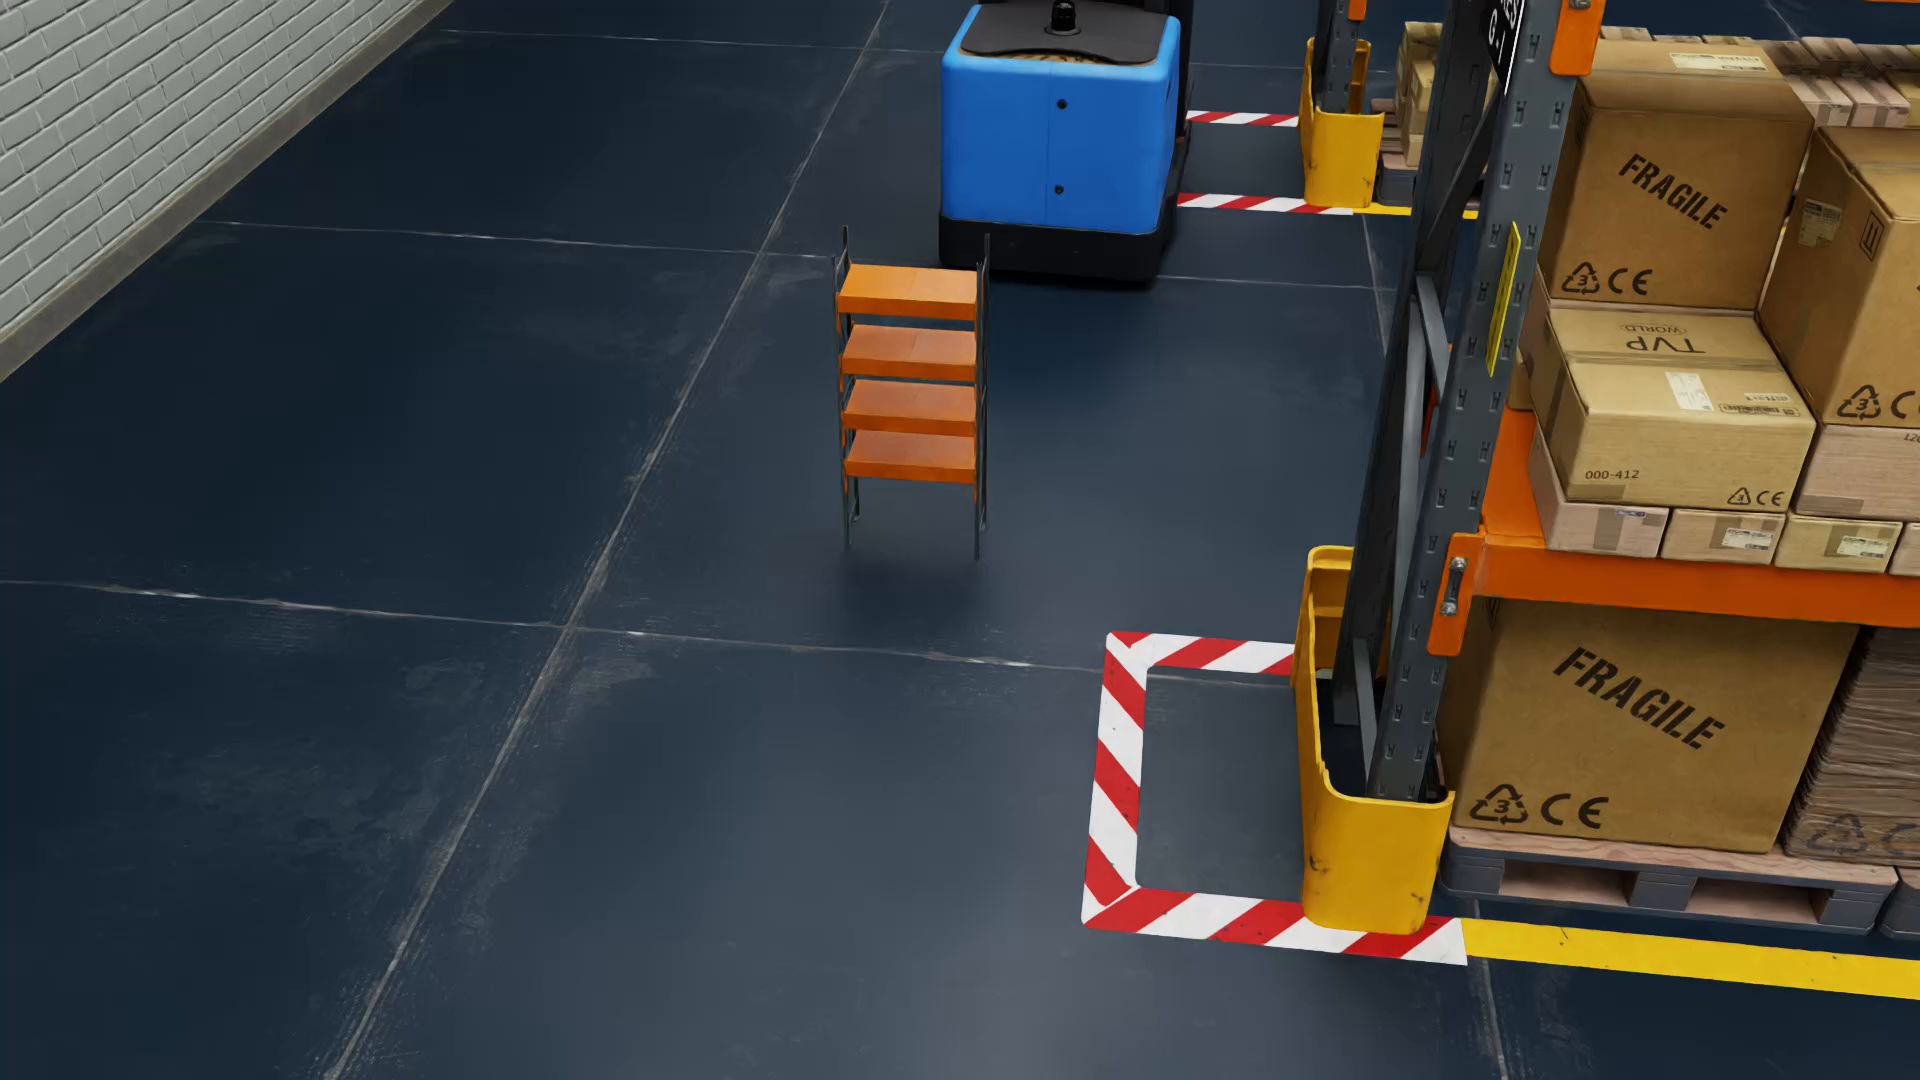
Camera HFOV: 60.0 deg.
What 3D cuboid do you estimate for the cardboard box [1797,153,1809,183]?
[{"bbox_3d":[4.233,-1.982,8.537,0.250,0.149,0.380,5,36,7],"label":"cardboard box"}]

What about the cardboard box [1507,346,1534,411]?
[{"bbox_3d":[1.637,-0.511,4.600,0.250,0.149,0.380,5,36,7],"label":"cardboard box"}]

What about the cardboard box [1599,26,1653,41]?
[{"bbox_3d":[3.569,-2.618,8.917,0.250,0.149,0.380,6,36,8],"label":"cardboard box"}]

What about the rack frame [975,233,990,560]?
[{"bbox_3d":[0.078,-0.483,5.893,0.015,1.200,0.240,4,36,6],"label":"rack frame"}]

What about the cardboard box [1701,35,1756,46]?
[{"bbox_3d":[4.080,-2.532,8.796,0.250,0.149,0.380,4,36,6],"label":"cardboard box"}]

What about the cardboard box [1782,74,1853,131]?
[{"bbox_3d":[4.253,-2.187,8.313,0.250,0.149,0.380,3,36,4],"label":"cardboard box"}]

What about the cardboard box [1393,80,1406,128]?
[{"bbox_3d":[2.523,-2.392,9.112,0.250,0.149,0.380,5,36,7],"label":"cardboard box"}]

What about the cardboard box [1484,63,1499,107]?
[{"bbox_3d":[2.739,-2.367,8.565,0.250,0.149,0.380,5,36,7],"label":"cardboard box"}]

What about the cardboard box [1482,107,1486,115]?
[{"bbox_3d":[2.726,-2.192,8.576,0.250,0.149,0.380,4,36,6],"label":"cardboard box"}]

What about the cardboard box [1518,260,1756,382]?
[{"bbox_3d":[1.757,-0.627,4.419,0.500,0.250,0.500,4,36,5],"label":"cardboard box"}]

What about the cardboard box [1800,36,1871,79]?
[{"bbox_3d":[4.600,-2.518,8.777,0.250,0.149,0.380,5,36,7],"label":"cardboard box"}]

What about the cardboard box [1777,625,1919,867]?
[{"bbox_3d":[2.790,0.313,4.697,0.875,0.875,0.875,4,36,6],"label":"cardboard box"}]

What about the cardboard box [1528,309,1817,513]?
[{"bbox_3d":[1.684,-0.318,3.987,0.500,0.250,0.500,3,36,5],"label":"cardboard box"}]

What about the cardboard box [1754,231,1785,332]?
[{"bbox_3d":[2.260,-0.589,4.366,0.500,0.250,0.500,4,36,5],"label":"cardboard box"}]

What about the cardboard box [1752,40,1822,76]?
[{"bbox_3d":[4.319,-2.491,8.739,0.250,0.149,0.380,3,36,4],"label":"cardboard box"}]

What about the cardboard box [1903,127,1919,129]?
[{"bbox_3d":[4.815,-2.073,8.409,0.250,0.149,0.380,5,36,6],"label":"cardboard box"}]

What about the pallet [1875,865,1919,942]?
[{"bbox_3d":[3.252,0.791,4.960,1.213,0.211,1.003,4,36,6],"label":"pallet"}]

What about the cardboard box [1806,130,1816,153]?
[{"bbox_3d":[4.296,-2.112,8.464,0.250,0.149,0.380,3,36,4],"label":"cardboard box"}]

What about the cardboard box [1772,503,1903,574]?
[{"bbox_3d":[2.061,-0.094,4.016,0.250,0.149,0.380,3,36,5],"label":"cardboard box"}]

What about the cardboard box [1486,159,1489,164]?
[{"bbox_3d":[2.723,-2.115,8.724,0.250,0.149,0.380,4,36,6],"label":"cardboard box"}]

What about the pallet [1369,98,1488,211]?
[{"bbox_3d":[2.851,-2.079,8.981,1.213,0.211,1.003,4,36,6],"label":"pallet"}]

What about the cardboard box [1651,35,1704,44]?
[{"bbox_3d":[3.816,-2.535,8.800,0.250,0.149,0.380,3,36,4],"label":"cardboard box"}]

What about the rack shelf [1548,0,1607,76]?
[{"bbox_3d":[3.226,-1.230,3.428,4.000,0.370,1.077,4,36,6],"label":"rack shelf"}]

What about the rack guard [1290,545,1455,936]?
[{"bbox_3d":[1.218,0.566,5.026,0.348,0.500,1.175,4,36,6],"label":"rack guard"}]

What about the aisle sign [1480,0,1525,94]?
[{"bbox_3d":[1.133,-1.340,3.308,0.004,0.787,0.394,4,36,6],"label":"aisle sign"}]

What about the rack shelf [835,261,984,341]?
[{"bbox_3d":[-0.164,-0.820,5.690,0.480,0.148,0.258,4,36,6],"label":"rack shelf"}]

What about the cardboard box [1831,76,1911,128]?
[{"bbox_3d":[4.522,-2.174,8.295,0.250,0.149,0.380,3,36,4],"label":"cardboard box"}]

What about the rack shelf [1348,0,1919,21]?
[{"bbox_3d":[3.958,-2.859,8.293,4.000,0.370,1.077,4,36,6],"label":"rack shelf"}]

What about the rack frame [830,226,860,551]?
[{"bbox_3d":[-0.406,-0.519,5.944,0.015,1.200,0.240,4,36,6],"label":"rack frame"}]

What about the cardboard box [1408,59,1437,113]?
[{"bbox_3d":[2.451,-2.318,8.496,0.250,0.149,0.380,3,36,4],"label":"cardboard box"}]

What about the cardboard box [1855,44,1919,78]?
[{"bbox_3d":[4.842,-2.453,8.685,0.250,0.149,0.380,3,36,5],"label":"cardboard box"}]

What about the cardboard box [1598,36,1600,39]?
[{"bbox_3d":[3.295,-2.606,8.900,0.250,0.149,0.380,3,36,4],"label":"cardboard box"}]

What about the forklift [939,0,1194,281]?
[{"bbox_3d":[0.681,-3.265,8.301,1.130,2.935,3.031,6,36,9],"label":"forklift"}]

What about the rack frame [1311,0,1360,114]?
[{"bbox_3d":[1.974,-3.300,8.292,0.127,3.000,1.000,4,36,6],"label":"rack frame"}]

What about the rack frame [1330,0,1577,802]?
[{"bbox_3d":[1.242,-0.450,4.298,0.127,3.000,1.000,4,36,6],"label":"rack frame"}]

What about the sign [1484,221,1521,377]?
[{"bbox_3d":[1.166,-0.515,3.576,0.005,0.325,0.100,4,36,6],"label":"sign"}]

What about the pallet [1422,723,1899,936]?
[{"bbox_3d":[2.045,0.700,5.088,1.213,0.211,1.003,4,36,6],"label":"pallet"}]

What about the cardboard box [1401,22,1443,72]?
[{"bbox_3d":[2.532,-2.659,8.975,0.250,0.149,0.380,5,36,7],"label":"cardboard box"}]

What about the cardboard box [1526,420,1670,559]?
[{"bbox_3d":[1.552,-0.131,4.067,0.250,0.149,0.380,5,36,6],"label":"cardboard box"}]

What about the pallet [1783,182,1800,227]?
[{"bbox_3d":[4.058,-1.987,8.853,1.213,0.211,1.003,4,36,6],"label":"pallet"}]

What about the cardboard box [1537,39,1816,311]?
[{"bbox_3d":[1.759,-0.930,4.199,0.500,0.500,0.500,5,36,7],"label":"cardboard box"}]

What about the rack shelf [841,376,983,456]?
[{"bbox_3d":[-0.164,-0.446,5.958,0.480,0.148,0.258,4,36,6],"label":"rack shelf"}]

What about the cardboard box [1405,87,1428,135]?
[{"bbox_3d":[2.461,-2.245,8.650,0.250,0.149,0.380,6,36,8],"label":"cardboard box"}]

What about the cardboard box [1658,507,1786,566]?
[{"bbox_3d":[1.807,-0.113,4.042,0.250,0.149,0.380,4,36,5],"label":"cardboard box"}]

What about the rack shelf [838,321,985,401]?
[{"bbox_3d":[-0.164,-0.628,5.828,0.480,0.148,0.258,4,36,6],"label":"rack shelf"}]

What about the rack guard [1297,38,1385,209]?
[{"bbox_3d":[2.050,-2.277,9.010,0.348,0.500,1.175,4,36,6],"label":"rack guard"}]

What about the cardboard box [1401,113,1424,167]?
[{"bbox_3d":[2.453,-2.087,8.685,0.250,0.149,0.380,5,36,7],"label":"cardboard box"}]

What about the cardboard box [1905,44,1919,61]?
[{"bbox_3d":[5.104,-2.446,8.676,0.250,0.149,0.380,4,36,5],"label":"cardboard box"}]

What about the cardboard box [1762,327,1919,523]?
[{"bbox_3d":[2.200,-0.284,3.939,0.500,0.250,0.500,4,36,5],"label":"cardboard box"}]

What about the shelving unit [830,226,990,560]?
[{"bbox_3d":[-0.164,-0.501,5.919,0.503,1.200,0.258,4,36,6],"label":"shelving unit"}]

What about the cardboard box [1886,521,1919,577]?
[{"bbox_3d":[2.320,-0.075,3.990,0.250,0.149,0.380,4,36,5],"label":"cardboard box"}]

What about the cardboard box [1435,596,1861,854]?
[{"bbox_3d":[1.887,0.246,4.791,0.875,0.875,0.875,4,36,6],"label":"cardboard box"}]

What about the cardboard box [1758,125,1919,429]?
[{"bbox_3d":[2.180,-0.587,3.717,0.500,0.500,0.500,3,36,5],"label":"cardboard box"}]

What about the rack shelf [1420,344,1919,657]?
[{"bbox_3d":[3.226,-0.009,4.299,4.000,0.370,1.077,4,36,6],"label":"rack shelf"}]

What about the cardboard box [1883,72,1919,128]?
[{"bbox_3d":[4.802,-2.207,8.341,0.250,0.149,0.380,5,36,7],"label":"cardboard box"}]

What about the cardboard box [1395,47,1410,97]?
[{"bbox_3d":[2.534,-2.557,9.087,0.250,0.149,0.380,3,36,5],"label":"cardboard box"}]

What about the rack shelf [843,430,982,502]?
[{"bbox_3d":[-0.164,-0.284,6.073,0.480,0.148,0.258,4,36,6],"label":"rack shelf"}]
